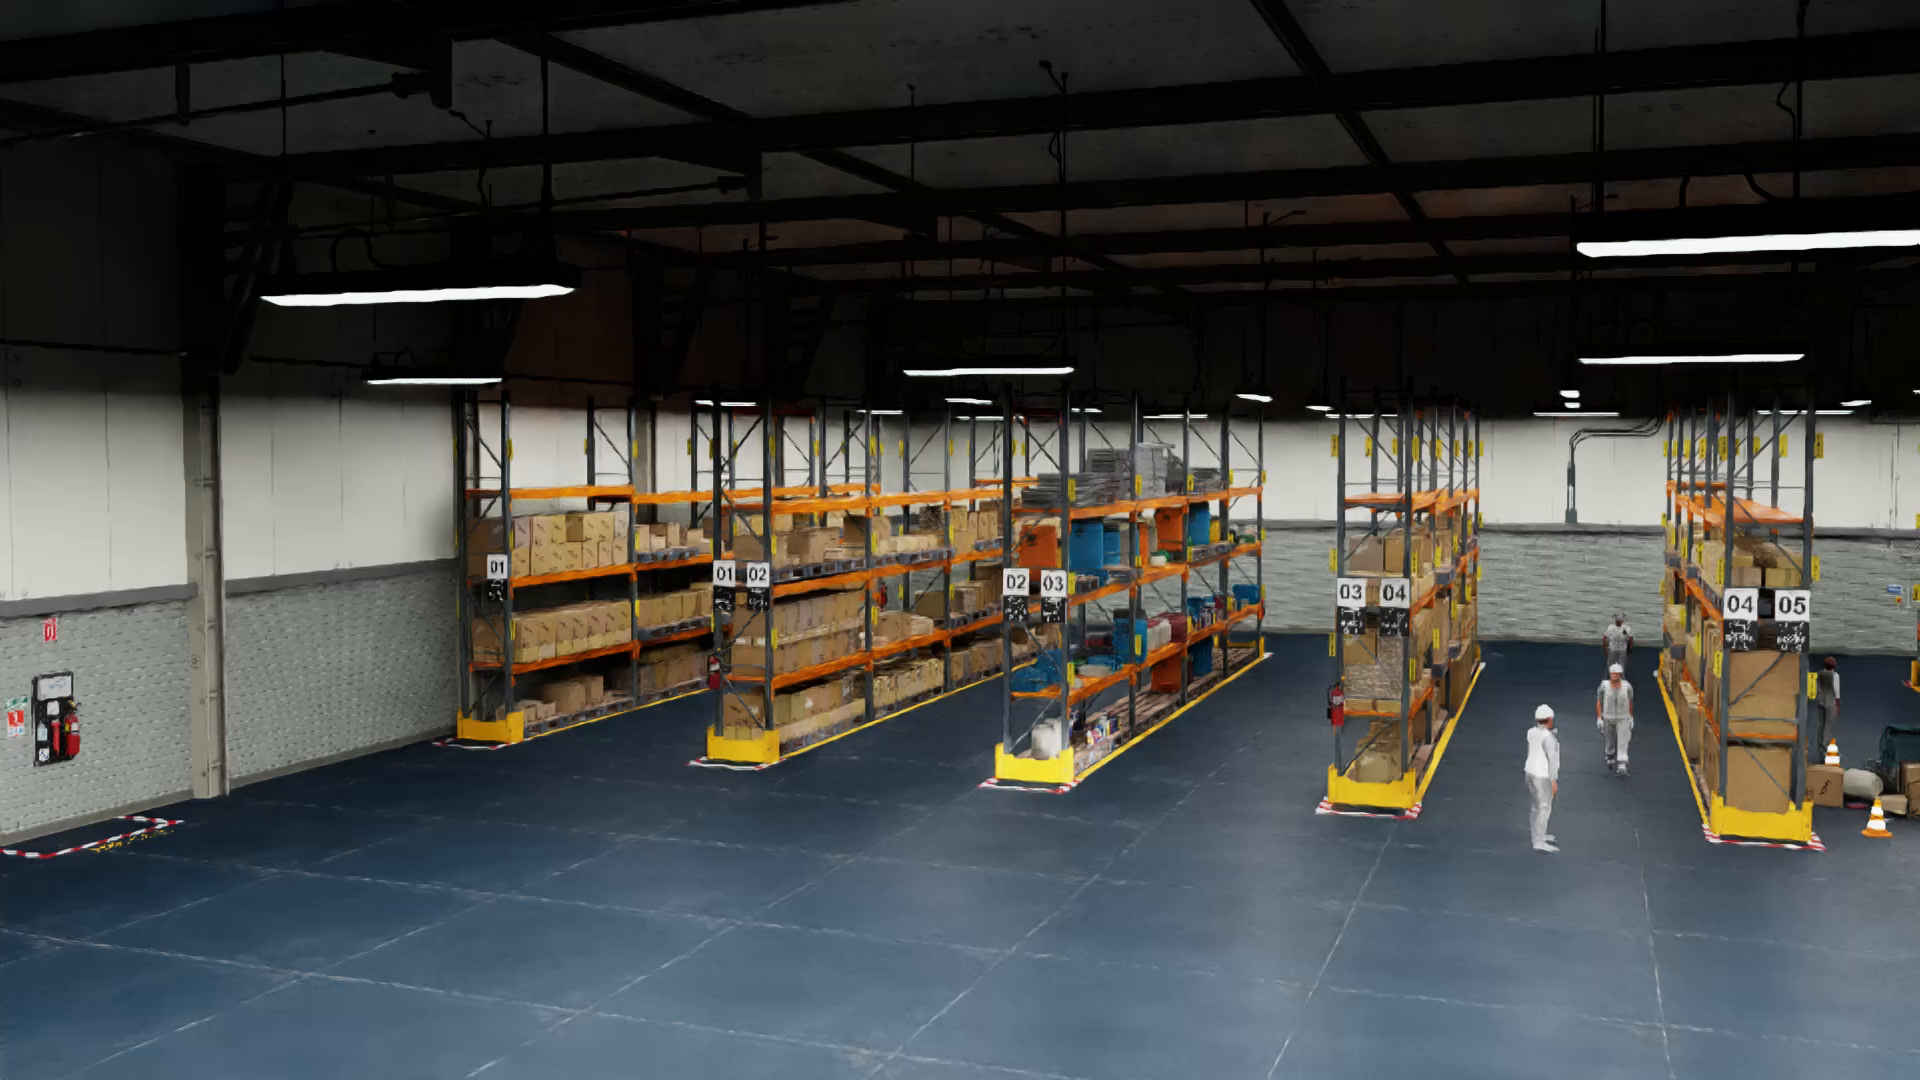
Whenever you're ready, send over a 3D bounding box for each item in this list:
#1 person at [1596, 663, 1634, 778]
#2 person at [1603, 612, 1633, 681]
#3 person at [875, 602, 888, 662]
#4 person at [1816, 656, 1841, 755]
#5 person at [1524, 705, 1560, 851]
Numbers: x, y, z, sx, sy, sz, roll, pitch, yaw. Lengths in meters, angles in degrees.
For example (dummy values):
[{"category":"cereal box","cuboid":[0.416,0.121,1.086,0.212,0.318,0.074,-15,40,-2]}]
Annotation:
[{"category":"person","cuboid":[10.032,2.729,25.475,0.553,1.709,1.123,1,3,22]},{"category":"person","cuboid":[13.668,2.293,34.548,0.592,1.629,0.526,1,3,19]},{"category":"person","cuboid":[-1.782,2.163,36.818,0.448,1.590,1.110,1,3,23]},{"category":"person","cuboid":[14.208,2.693,27.167,0.401,1.599,0.465,-1,3,-11]},{"category":"person","cuboid":[7.332,2.950,20.809,0.463,1.783,0.601,-1,3,-9]}]
